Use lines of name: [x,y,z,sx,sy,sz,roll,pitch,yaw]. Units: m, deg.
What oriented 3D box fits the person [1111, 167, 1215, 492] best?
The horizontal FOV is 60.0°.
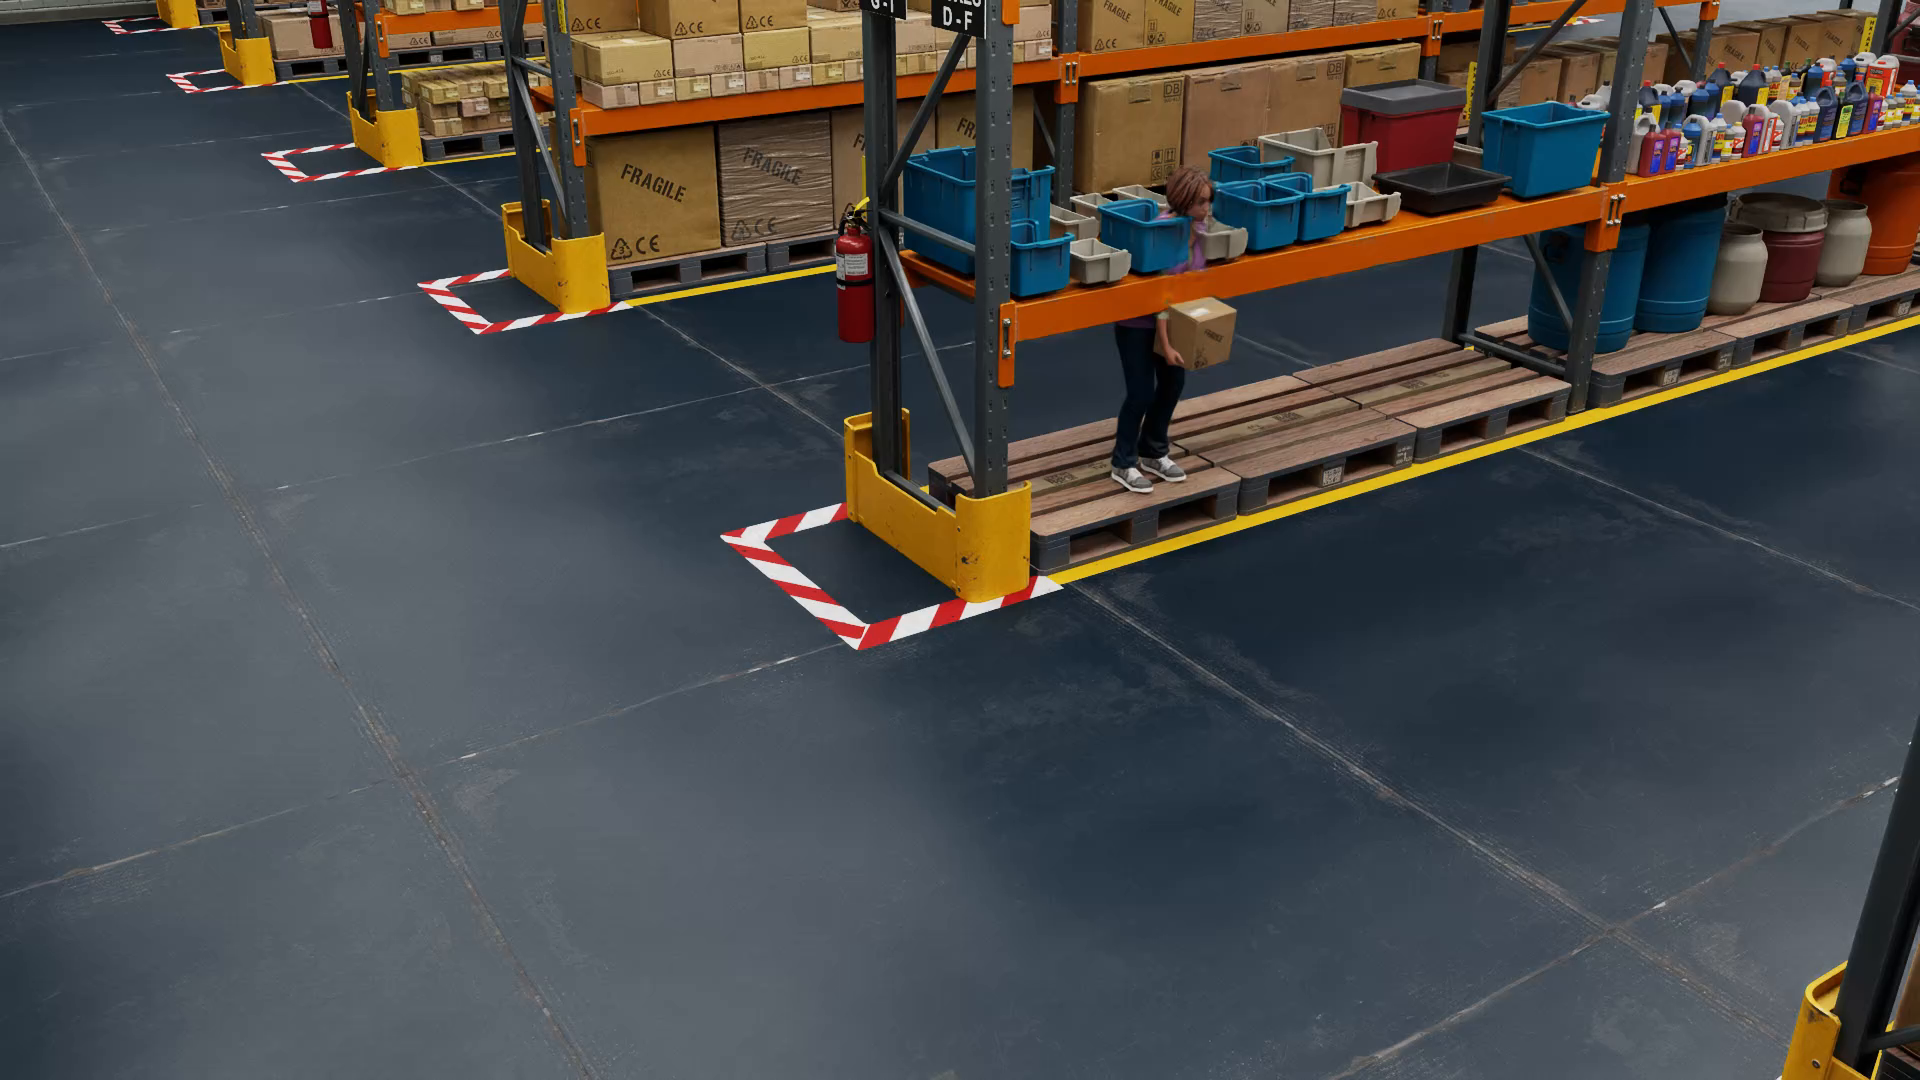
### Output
person: [0.951,-0.964,7.736,0.372,1.537,0.524,-20,32,-35]
